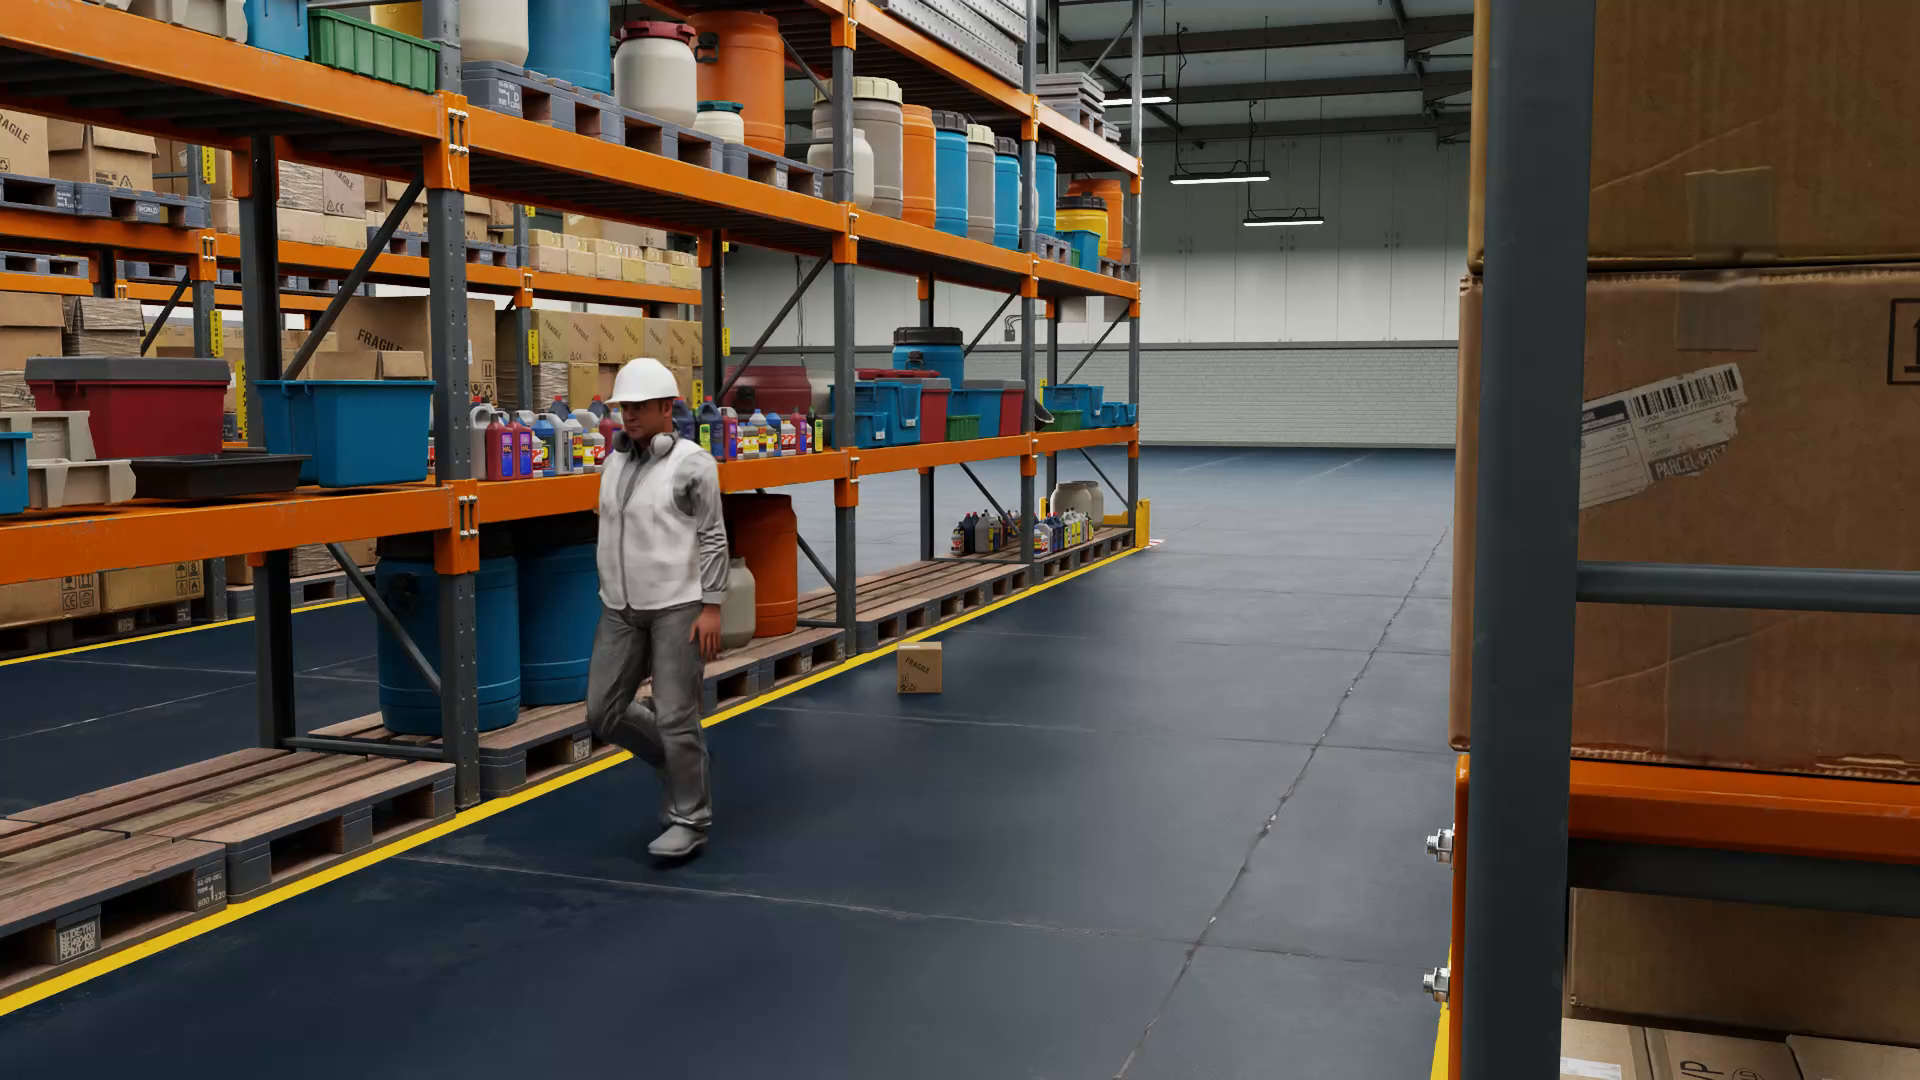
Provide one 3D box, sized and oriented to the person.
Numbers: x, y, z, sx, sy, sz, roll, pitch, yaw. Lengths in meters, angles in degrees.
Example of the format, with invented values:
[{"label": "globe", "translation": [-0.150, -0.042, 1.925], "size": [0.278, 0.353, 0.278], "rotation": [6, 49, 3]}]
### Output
[{"label": "person", "translation": [-1.074, 0.229, 6.032], "size": [0.573, 1.764, 0.514], "rotation": [3, 6, 30]}]
